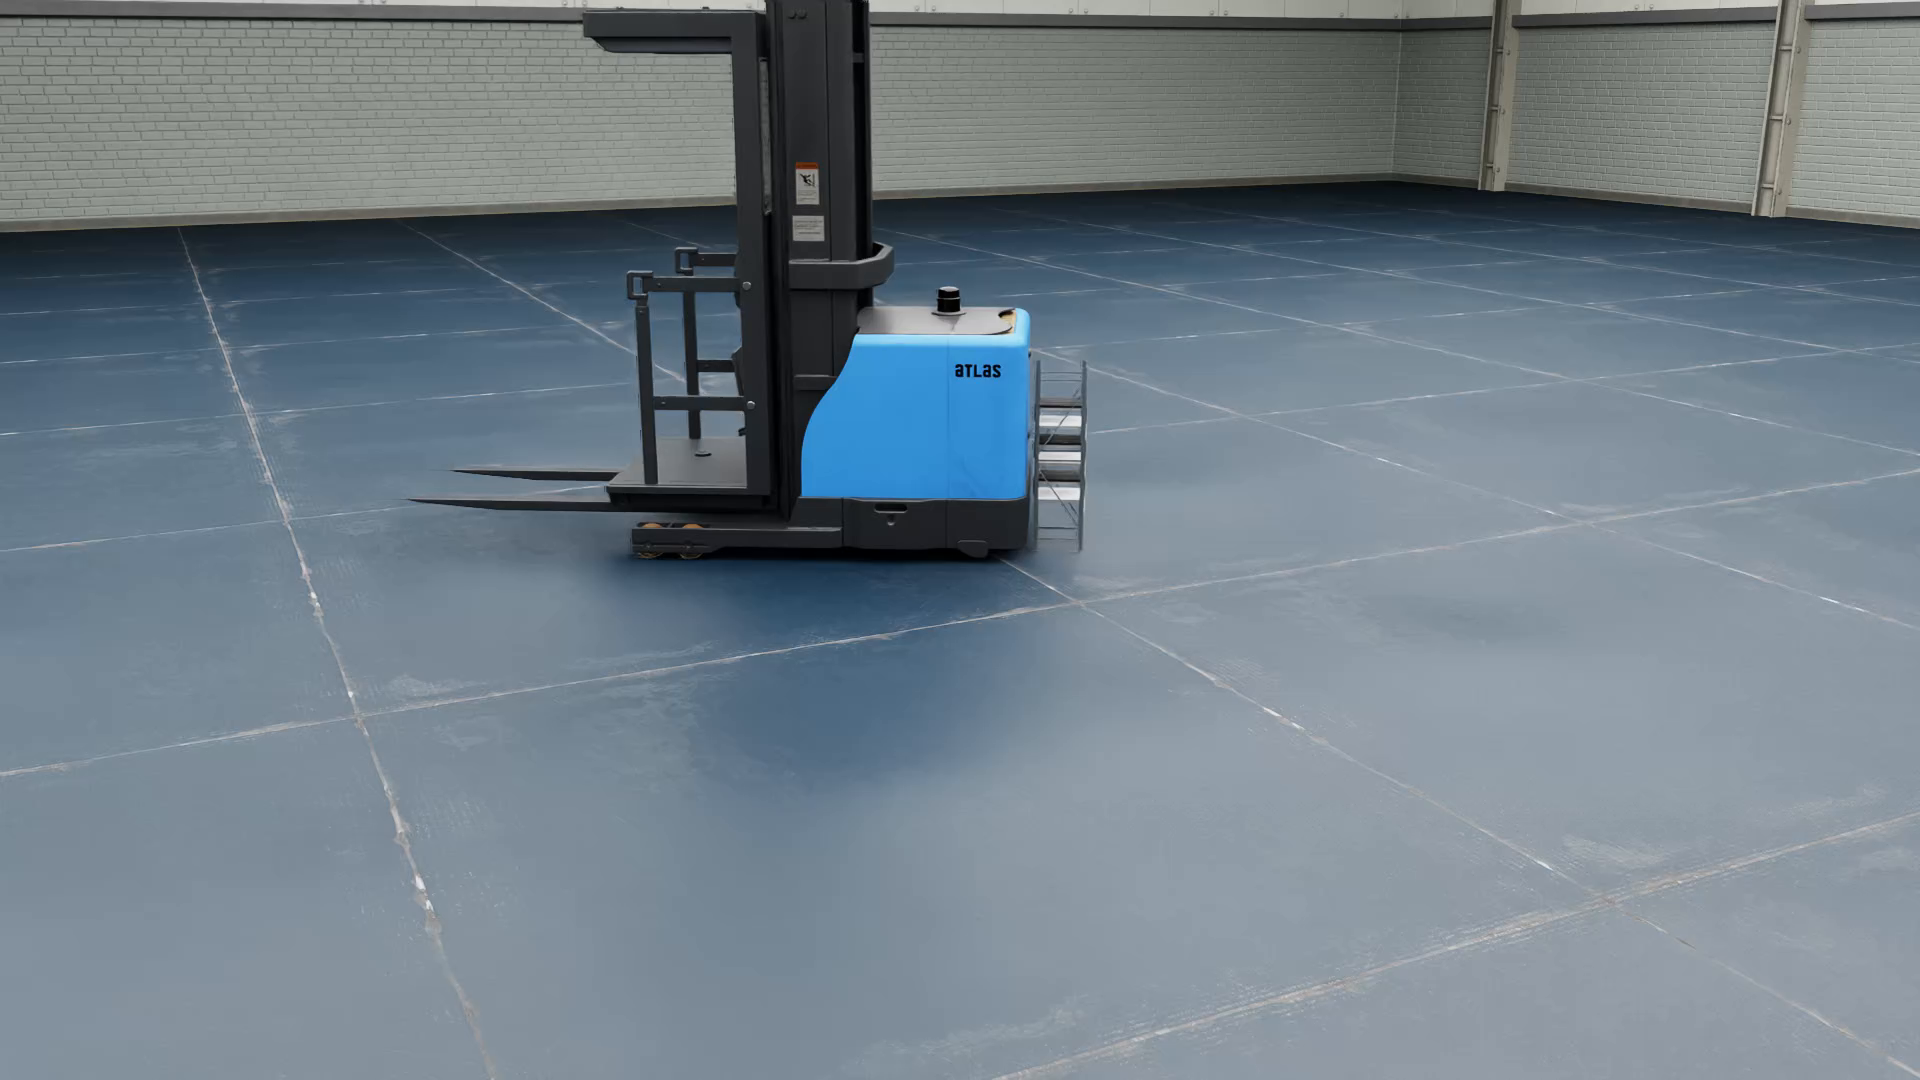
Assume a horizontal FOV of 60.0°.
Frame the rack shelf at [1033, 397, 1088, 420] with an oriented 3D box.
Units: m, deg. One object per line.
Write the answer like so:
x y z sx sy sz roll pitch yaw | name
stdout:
0.481 -0.630 7.955 0.258 0.077 0.200 1 16 3 | rack shelf

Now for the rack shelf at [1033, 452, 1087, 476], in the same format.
0.480 -0.371 8.030 0.258 0.077 0.200 1 16 3 | rack shelf

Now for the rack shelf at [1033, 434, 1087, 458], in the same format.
0.480 -0.457 8.005 0.258 0.077 0.200 1 16 3 | rack shelf

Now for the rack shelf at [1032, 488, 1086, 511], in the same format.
0.479 -0.198 8.080 0.258 0.077 0.200 1 16 3 | rack shelf

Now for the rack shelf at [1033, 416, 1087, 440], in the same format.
0.481 -0.544 7.980 0.258 0.077 0.200 1 16 3 | rack shelf

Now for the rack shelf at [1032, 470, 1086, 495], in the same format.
0.480 -0.284 8.055 0.258 0.077 0.200 1 16 3 | rack shelf

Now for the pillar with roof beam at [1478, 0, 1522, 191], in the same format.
6.012 -10.309 27.861 9.100 9.000 0.400 -8 18 -25 | pillar with roof beam

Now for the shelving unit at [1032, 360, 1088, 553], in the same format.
0.480 -0.403 8.021 0.258 0.900 0.210 1 16 3 | shelving unit

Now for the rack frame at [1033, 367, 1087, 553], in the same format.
0.474 -0.375 7.923 0.240 0.900 0.006 1 16 3 | rack frame

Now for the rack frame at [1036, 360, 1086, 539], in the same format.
0.486 -0.431 8.118 0.240 0.900 0.006 1 16 3 | rack frame

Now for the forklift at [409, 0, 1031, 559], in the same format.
-1.169 -1.461 8.030 3.031 2.935 1.130 1 16 3 | forklift

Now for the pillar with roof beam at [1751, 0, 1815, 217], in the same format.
8.640 -8.821 22.676 9.100 9.000 0.400 -8 18 -25 | pillar with roof beam
